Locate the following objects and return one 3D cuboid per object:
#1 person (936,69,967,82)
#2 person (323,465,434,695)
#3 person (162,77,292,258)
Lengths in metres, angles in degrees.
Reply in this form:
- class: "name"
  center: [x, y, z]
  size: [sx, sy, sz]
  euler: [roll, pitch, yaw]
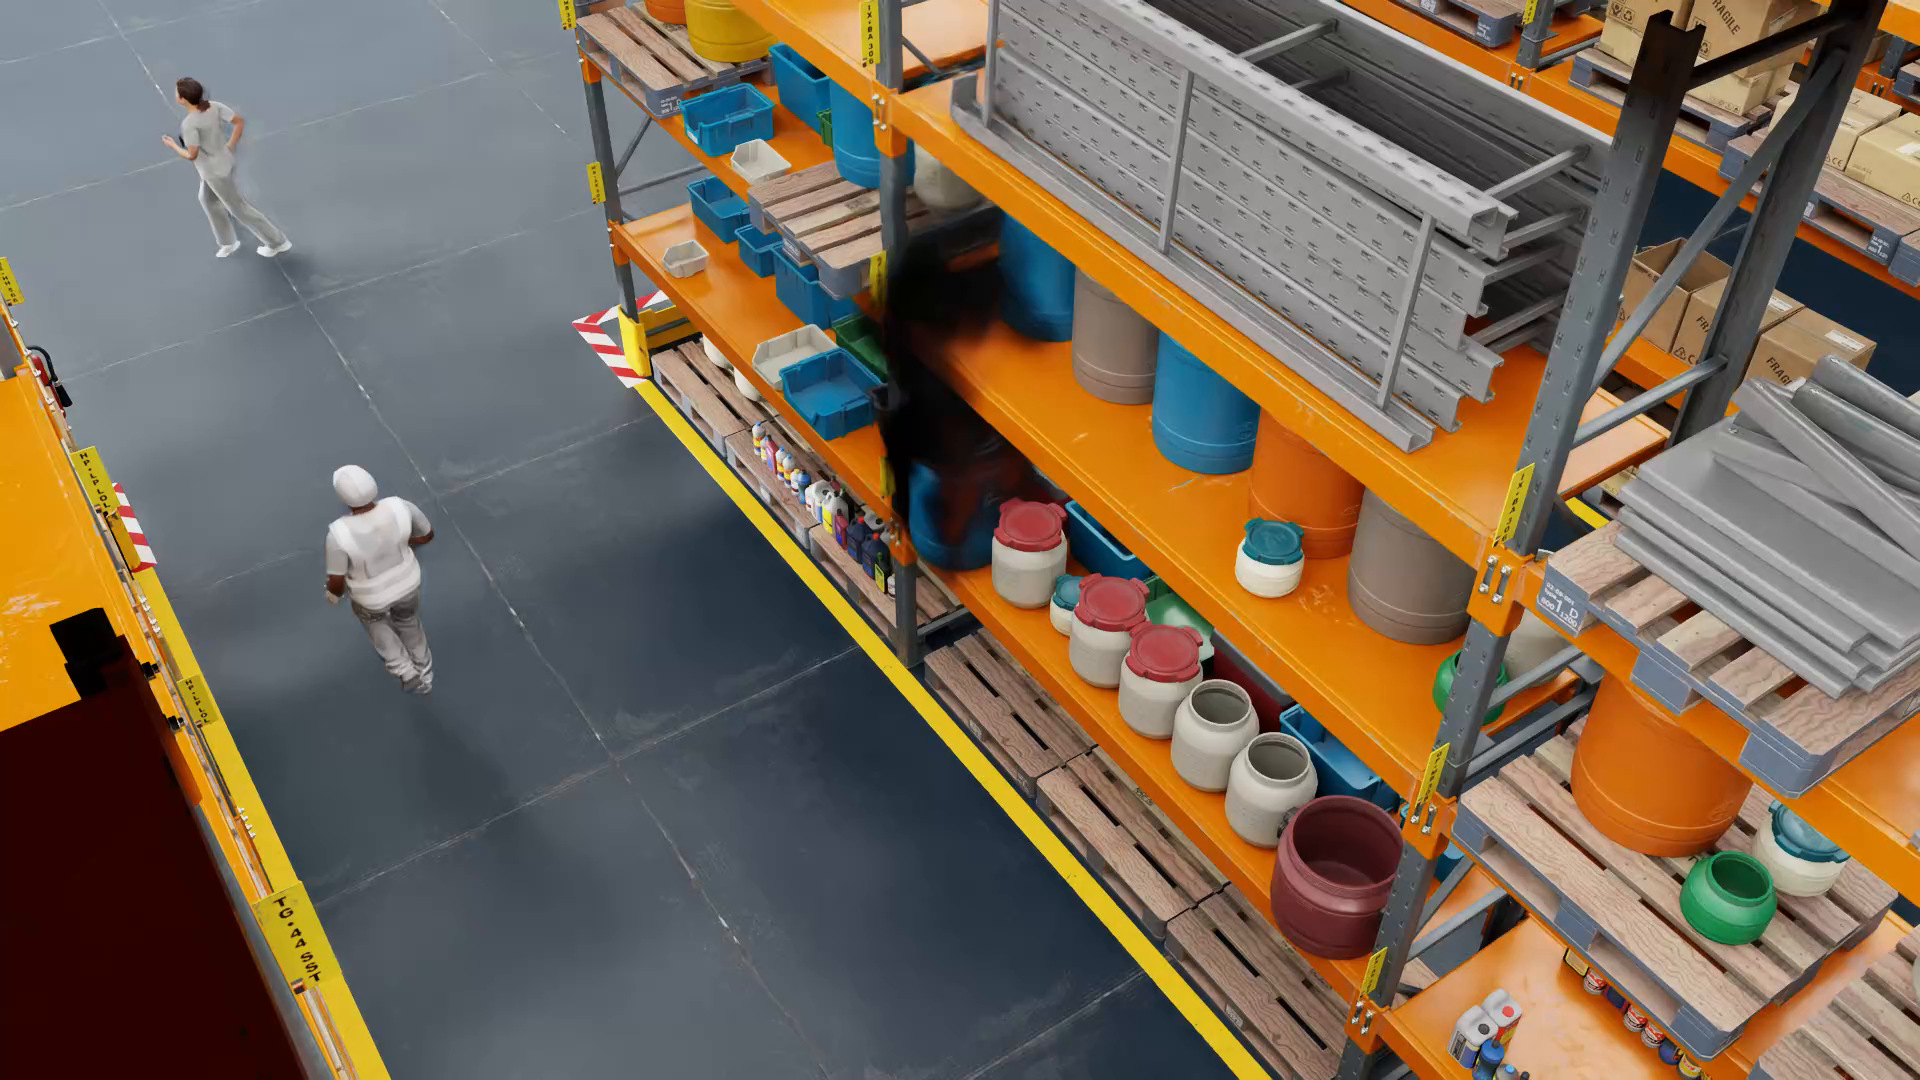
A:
- class: "person"
  center: [-0.137, -4.818, 15.786]
  size: [0.622, 1.685, 0.642]
  euler: [-1, 43, -1]
- class: "person"
  center: [-3.406, 0.236, 9.799]
  size: [0.685, 1.749, 0.539]
  euler: [-30, 51, -29]
- class: "person"
  center: [-6.133, -3.022, 13.834]
  size: [0.762, 1.726, 0.539]
  euler: [1, 43, 2]
